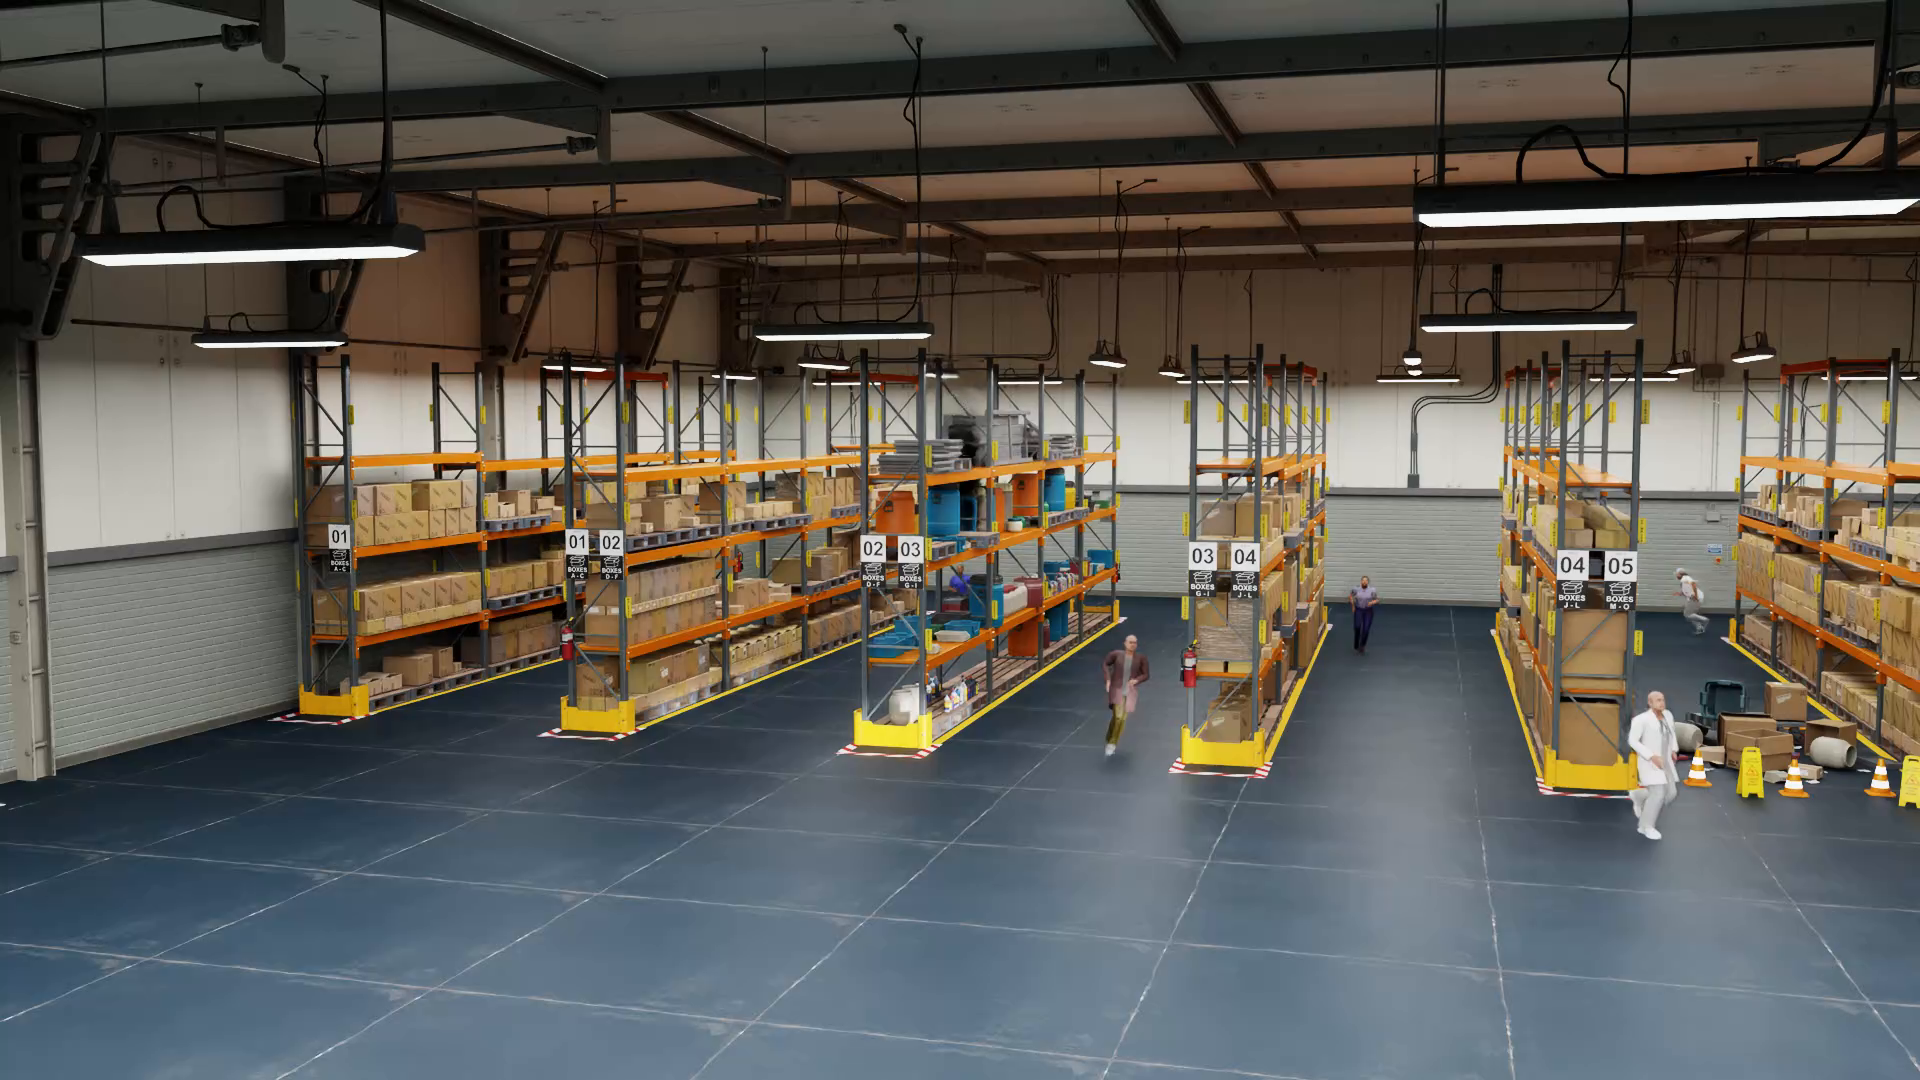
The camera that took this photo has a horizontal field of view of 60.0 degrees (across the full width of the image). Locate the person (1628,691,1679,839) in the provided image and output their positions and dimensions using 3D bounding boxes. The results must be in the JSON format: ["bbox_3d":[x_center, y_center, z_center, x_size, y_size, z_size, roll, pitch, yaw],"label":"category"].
[{"bbox_3d":[8.253,2.658,19.813,0.739,1.748,0.707,-2,5,-21],"label":"person"}]

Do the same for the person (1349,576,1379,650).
[{"bbox_3d":[8.546,1.552,35.195,0.599,1.602,0.642,1,4,12],"label":"person"}]

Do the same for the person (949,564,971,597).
[{"bbox_3d":[0.015,1.358,37.622,0.544,1.638,0.651,1,4,11],"label":"person"}]

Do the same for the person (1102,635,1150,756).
[{"bbox_3d":[2.461,2.296,24.604,0.667,1.793,0.715,0,4,-5],"label":"person"}]

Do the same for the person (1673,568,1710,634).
[{"bbox_3d":[16.750,1.409,38.137,0.792,1.525,0.626,2,5,28],"label":"person"}]
